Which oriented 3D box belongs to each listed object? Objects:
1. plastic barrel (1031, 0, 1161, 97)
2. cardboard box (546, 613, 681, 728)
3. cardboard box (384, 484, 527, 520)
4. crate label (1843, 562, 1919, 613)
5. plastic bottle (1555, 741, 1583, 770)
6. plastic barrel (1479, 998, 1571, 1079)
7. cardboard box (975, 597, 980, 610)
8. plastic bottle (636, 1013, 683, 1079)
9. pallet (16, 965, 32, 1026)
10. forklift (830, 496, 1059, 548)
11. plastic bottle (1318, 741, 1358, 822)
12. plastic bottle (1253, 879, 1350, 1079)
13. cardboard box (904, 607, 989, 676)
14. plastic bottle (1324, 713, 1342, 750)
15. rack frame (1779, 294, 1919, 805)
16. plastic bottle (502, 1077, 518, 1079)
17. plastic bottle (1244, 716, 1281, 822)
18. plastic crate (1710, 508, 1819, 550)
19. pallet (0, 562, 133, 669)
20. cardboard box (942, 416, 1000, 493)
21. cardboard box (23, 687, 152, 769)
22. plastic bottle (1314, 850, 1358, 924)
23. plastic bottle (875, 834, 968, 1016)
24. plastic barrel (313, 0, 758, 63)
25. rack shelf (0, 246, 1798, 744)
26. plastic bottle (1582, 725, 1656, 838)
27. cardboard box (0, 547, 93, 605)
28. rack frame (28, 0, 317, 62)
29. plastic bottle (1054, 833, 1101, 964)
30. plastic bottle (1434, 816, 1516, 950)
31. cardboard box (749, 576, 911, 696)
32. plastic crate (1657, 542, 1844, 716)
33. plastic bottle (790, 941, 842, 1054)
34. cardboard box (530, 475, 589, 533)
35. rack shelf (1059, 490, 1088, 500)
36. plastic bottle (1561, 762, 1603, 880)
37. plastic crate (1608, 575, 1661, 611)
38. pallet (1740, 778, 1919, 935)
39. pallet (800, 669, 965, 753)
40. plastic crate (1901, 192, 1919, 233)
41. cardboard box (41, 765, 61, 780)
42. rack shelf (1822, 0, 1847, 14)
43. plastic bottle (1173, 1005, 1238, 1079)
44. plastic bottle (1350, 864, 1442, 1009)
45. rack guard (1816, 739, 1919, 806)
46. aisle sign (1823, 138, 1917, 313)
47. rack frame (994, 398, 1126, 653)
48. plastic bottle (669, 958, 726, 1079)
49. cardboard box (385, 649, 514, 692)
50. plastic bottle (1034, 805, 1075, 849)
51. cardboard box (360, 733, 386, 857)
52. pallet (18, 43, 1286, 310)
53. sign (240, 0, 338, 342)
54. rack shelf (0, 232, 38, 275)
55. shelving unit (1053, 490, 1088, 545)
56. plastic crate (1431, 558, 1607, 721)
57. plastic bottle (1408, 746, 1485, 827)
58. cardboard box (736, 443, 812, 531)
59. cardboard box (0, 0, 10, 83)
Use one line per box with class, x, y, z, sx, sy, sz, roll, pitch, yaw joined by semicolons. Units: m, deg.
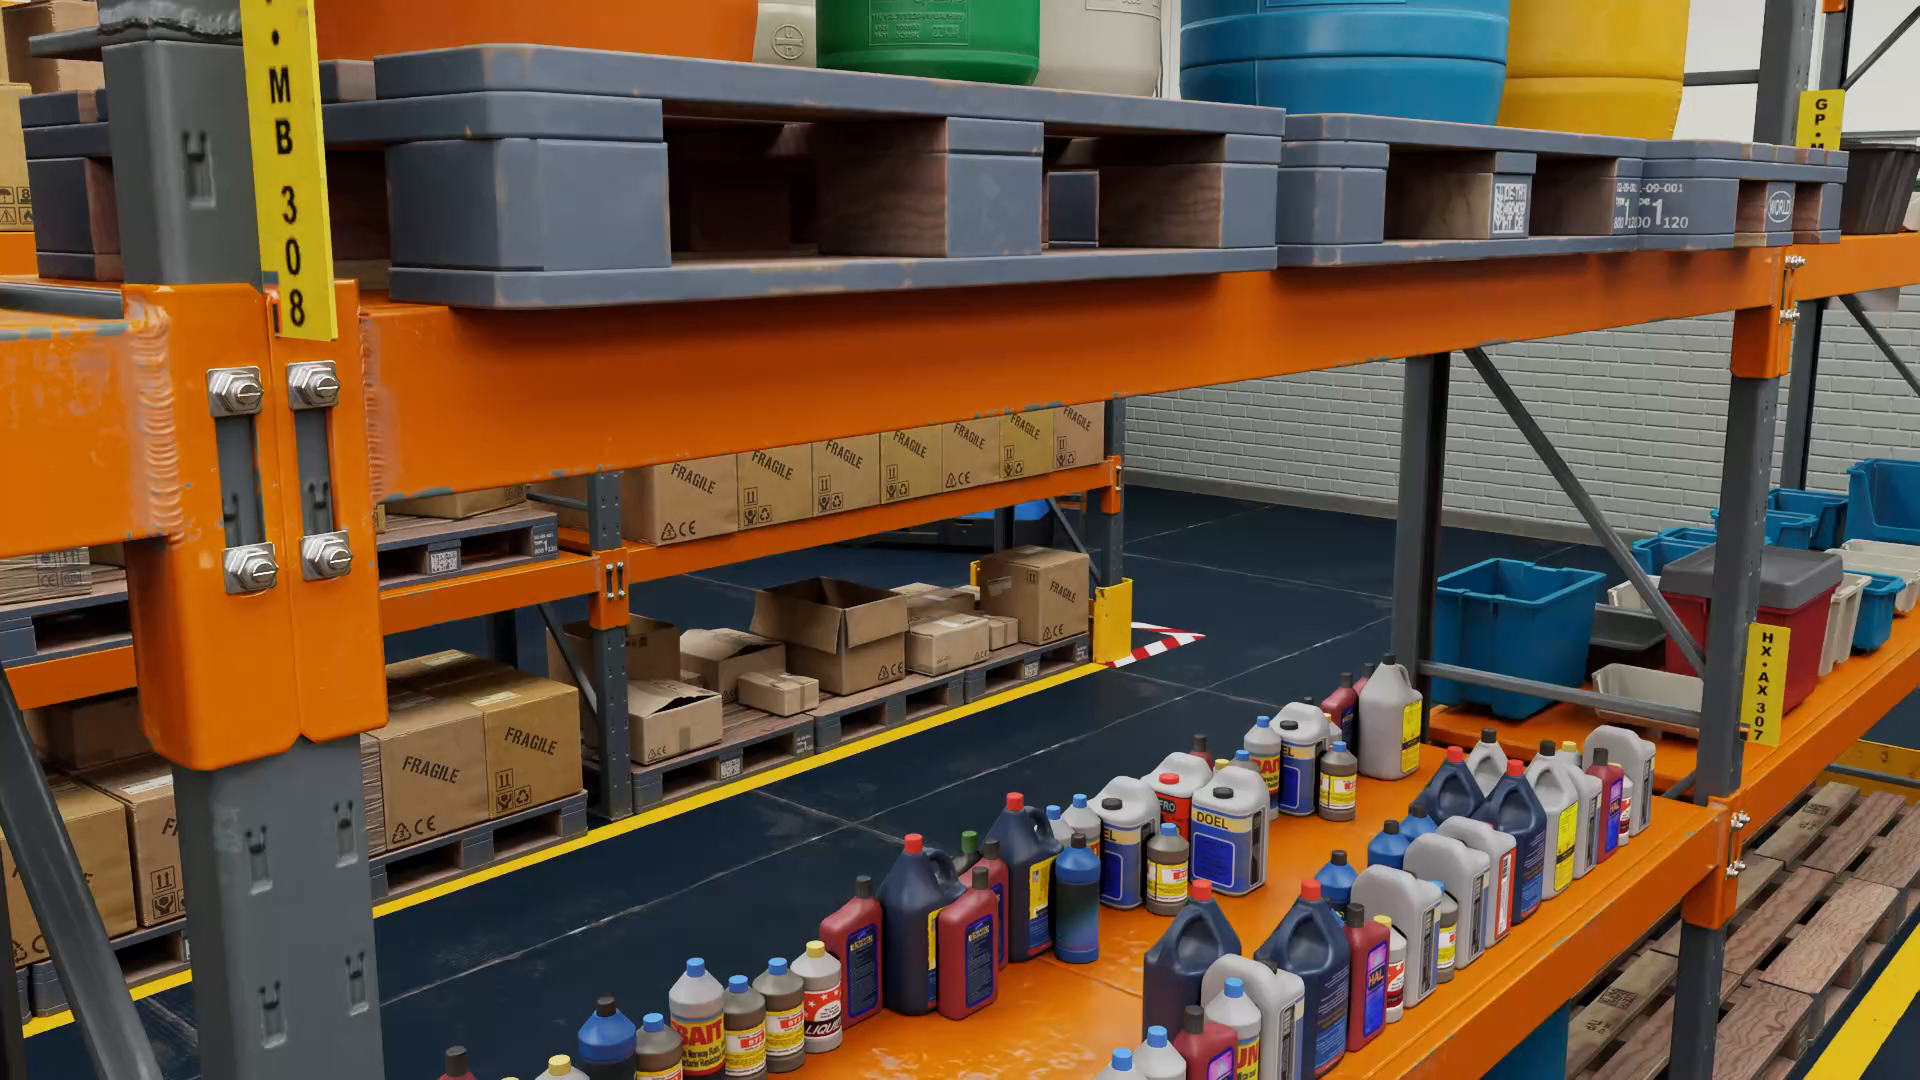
plastic barrel;0.142;-0.986;2.913;0.433;0.535;0.433;0;11;0
cardboard box;-1.830;0.698;8.818;0.500;0.500;0.500;10;15;40
cardboard box;-2.473;-0.406;7.758;0.700;0.500;0.500;4;12;21
crate label;3.596;0.189;6.628;0.396;0.136;0.243;10;15;40
plastic bottle;1.602;0.633;4.391;0.097;0.201;0.097;0;11;0
plastic barrel;1.354;1.350;4.579;0.600;0.901;0.708;10;15;40
cardboard box;-0.052;0.447;10.924;0.380;0.166;0.250;10;15;40
plastic bottle;-0.533;0.929;2.910;0.097;0.201;0.097;0;11;0
pallet;-4.112;1.659;5.866;1.003;0.211;1.213;10;15;40
forklift;-0.679;-1.464;14.557;3.031;2.935;1.130;3;12;14
plastic bottle;0.998;0.633;4.393;0.097;0.201;0.097;0;11;0
plastic bottle;0.638;0.813;3.109;0.144;0.351;0.185;10;15;40
cardboard box;-0.176;0.600;9.946;0.500;0.250;0.500;10;15;40
plastic bottle;1.013;0.584;4.635;0.097;0.201;0.097;0;11;0
rack frame;4.366;-0.139;7.751;1.000;3.000;0.127;10;15;40
plastic bottle;-0.726;0.972;2.694;0.097;0.201;0.097;0;11;0
plastic bottle;0.795;0.598;4.385;0.097;0.271;0.097;0;11;0
plastic crate;3.521;0.004;7.308;0.416;0.233;0.300;10;15;40
pallet;-3.353;0.204;6.521;1.003;0.211;1.213;10;15;40
cardboard box;-0.117;-0.579;9.696;0.500;0.500;0.500;10;15;41
cardboard box;-3.486;0.711;6.837;0.500;0.250;0.500;9;15;39
plastic bottle;0.786;0.780;3.474;0.097;0.271;0.097;0;11;0
plastic bottle;-0.077;0.761;3.369;0.144;0.351;0.185;10;15;40
plastic barrel;-0.538;-0.933;1.897;0.600;0.830;0.708;10;15;40
rack shelf;0.405;-0.375;3.108;1.077;0.370;4.000;10;15;40
plastic bottle;1.708;0.610;4.317;0.152;0.276;0.135;10;15;40
cardboard box;-3.555;-0.075;6.103;0.500;0.500;0.700;-9;14;-37
rack frame;-0.915;-1.904;1.270;1.000;3.000;0.127;10;15;40
plastic bottle;0.252;0.762;3.565;0.097;0.271;0.097;0;11;0
plastic bottle;1.134;0.738;3.676;0.152;0.276;0.135;10;15;40
cardboard box;-0.756;0.540;9.602;0.797;0.503;0.637;10;15;40
plastic crate;2.503;0.289;5.287;0.402;0.464;0.583;10;15;40
plastic bottle;-0.276;0.872;3.196;0.097;0.201;0.097;0;11;0
cardboard box;-1.855;-0.348;8.538;0.500;0.500;0.500;10;15;41
rack shelf;0.964;-0.392;14.427;0.258;0.103;0.180;5;12;13
plastic bottle;1.467;0.663;4.048;0.152;0.276;0.135;10;15;40
plastic crate;2.649;0.254;6.301;0.293;0.136;0.466;10;15;40
pallet;3.793;1.344;7.441;1.003;0.211;1.213;10;15;40
pallet;-0.733;0.894;9.695;1.003;0.211;1.213;10;15;40
plastic crate;3.188;-1.145;5.800;0.437;0.136;0.530;10;15;40
cardboard box;-3.850;1.163;6.491;0.500;0.500;0.500;9;14;38
rack shelf;3.046;-2.238;5.799;1.077;0.370;4.000;10;15;40
plastic bottle;0.411;0.909;2.800;0.061;0.283;0.133;10;15;40
plastic bottle;0.892;0.792;3.406;0.152;0.276;0.135;10;15;40
rack guard;4.372;1.081;8.022;1.175;0.500;0.348;10;15;40
aisle sign;4.190;-1.463;7.741;0.394;0.787;0.004;10;15;40
rack frame;0.648;-0.780;10.960;1.000;3.000;0.127;10;15;40
plastic bottle;-0.469;0.880;2.974;0.097;0.271;0.097;0;11;0
cardboard box;-2.495;0.858;8.017;0.500;0.500;0.500;9;14;38
plastic bottle;0.208;0.729;3.730;0.097;0.271;0.097;0;11;0
cardboard box;-2.767;1.073;6.938;0.500;0.500;0.500;10;15;41
pallet;-0.336;-0.441;2.083;1.003;0.211;1.213;10;15;40
sign;-0.497;-0.312;1.223;0.100;0.325;0.005;10;15;40
rack shelf;-3.313;-1.016;6.317;1.077;0.370;4.000;10;15;40
shelving unit;0.970;-0.553;14.393;0.258;1.200;0.189;5;12;13
plastic crate;1.778;0.315;5.365;0.392;0.384;0.575;10;15;40
plastic bottle;1.134;0.659;3.877;0.144;0.351;0.185;10;15;40
cardboard box;-1.116;-0.356;8.582;0.500;0.500;0.500;10;15;41
cardboard box;-3.667;-1.827;5.734;0.500;0.500;0.500;10;15;40
